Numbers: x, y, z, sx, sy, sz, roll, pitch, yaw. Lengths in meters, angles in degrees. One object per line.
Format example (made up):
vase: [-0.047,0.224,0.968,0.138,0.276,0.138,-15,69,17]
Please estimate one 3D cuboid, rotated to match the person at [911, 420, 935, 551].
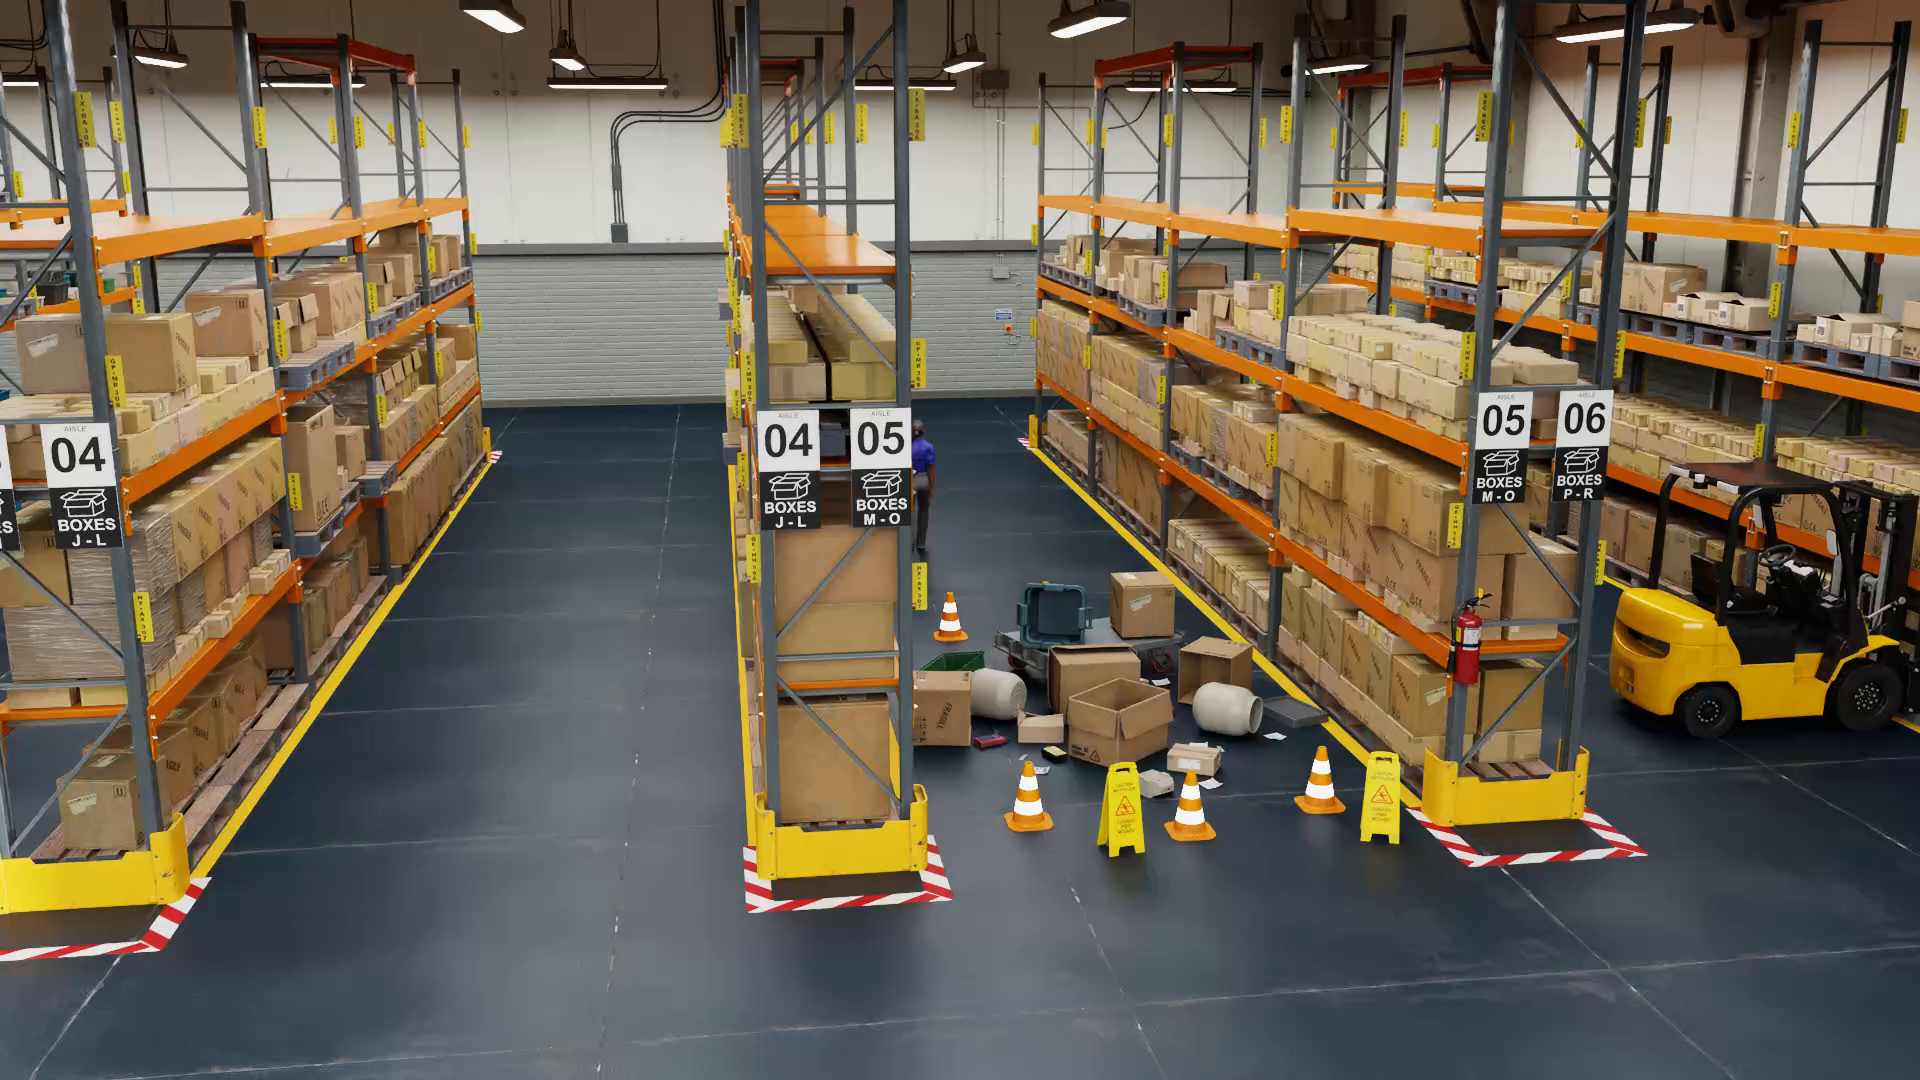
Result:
person: [-0.526,-0.652,20.193,0.439,1.623,0.795,-1,13,-5]
